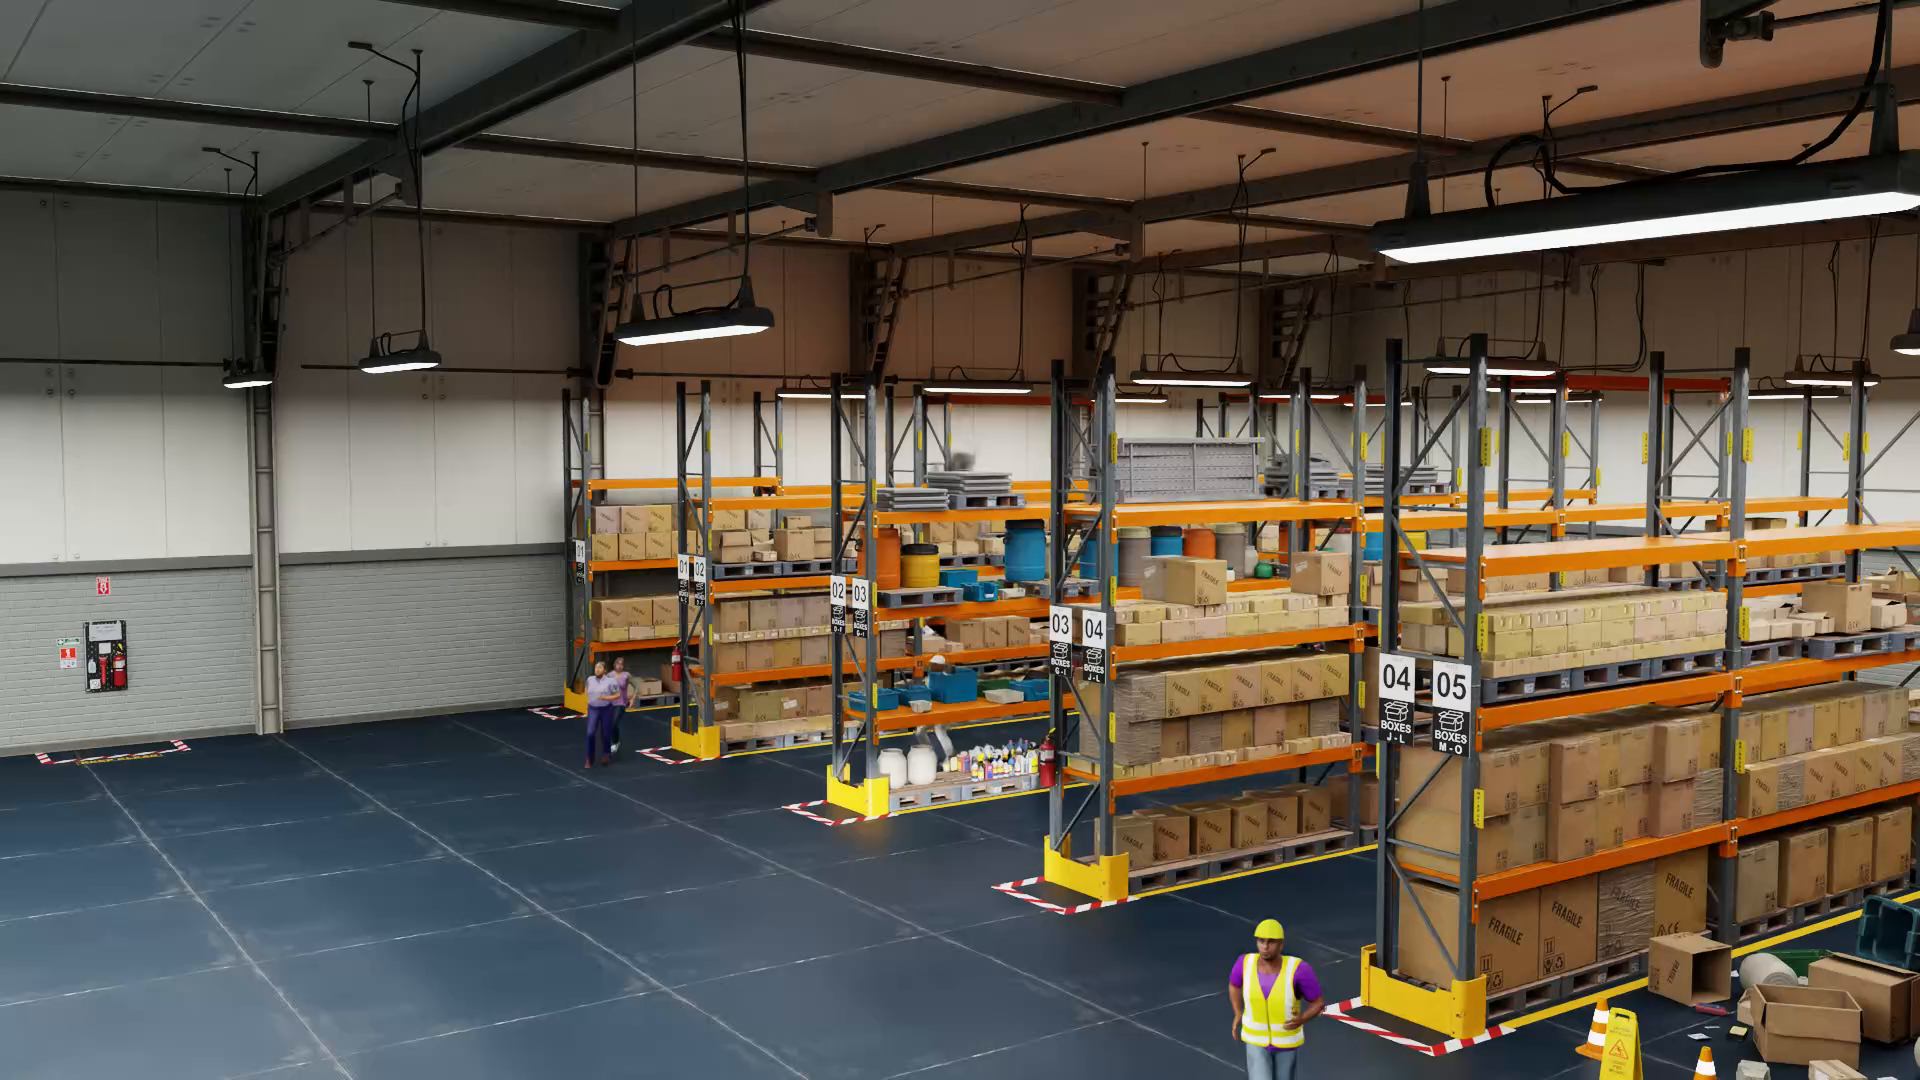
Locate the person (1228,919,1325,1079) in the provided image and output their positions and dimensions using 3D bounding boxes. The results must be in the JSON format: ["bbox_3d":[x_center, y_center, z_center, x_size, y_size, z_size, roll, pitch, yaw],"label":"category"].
[{"bbox_3d":[2.210,3.532,11.685,0.685,1.776,0.905,1,4,15],"label":"person"}]

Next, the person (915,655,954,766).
[{"bbox_3d":[-0.381,2.653,25.463,0.728,1.801,0.671,-3,5,-41],"label":"person"}]

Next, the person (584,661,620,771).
[{"bbox_3d":[-5.531,2.709,25.725,0.589,1.695,0.707,0,4,0],"label":"person"}]

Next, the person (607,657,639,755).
[{"bbox_3d":[-5.495,2.678,26.689,0.615,1.544,0.572,1,4,9],"label":"person"}]

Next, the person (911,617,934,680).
[{"bbox_3d":[-0.688,2.250,32.017,0.593,1.727,0.854,4,5,44],"label":"person"}]
